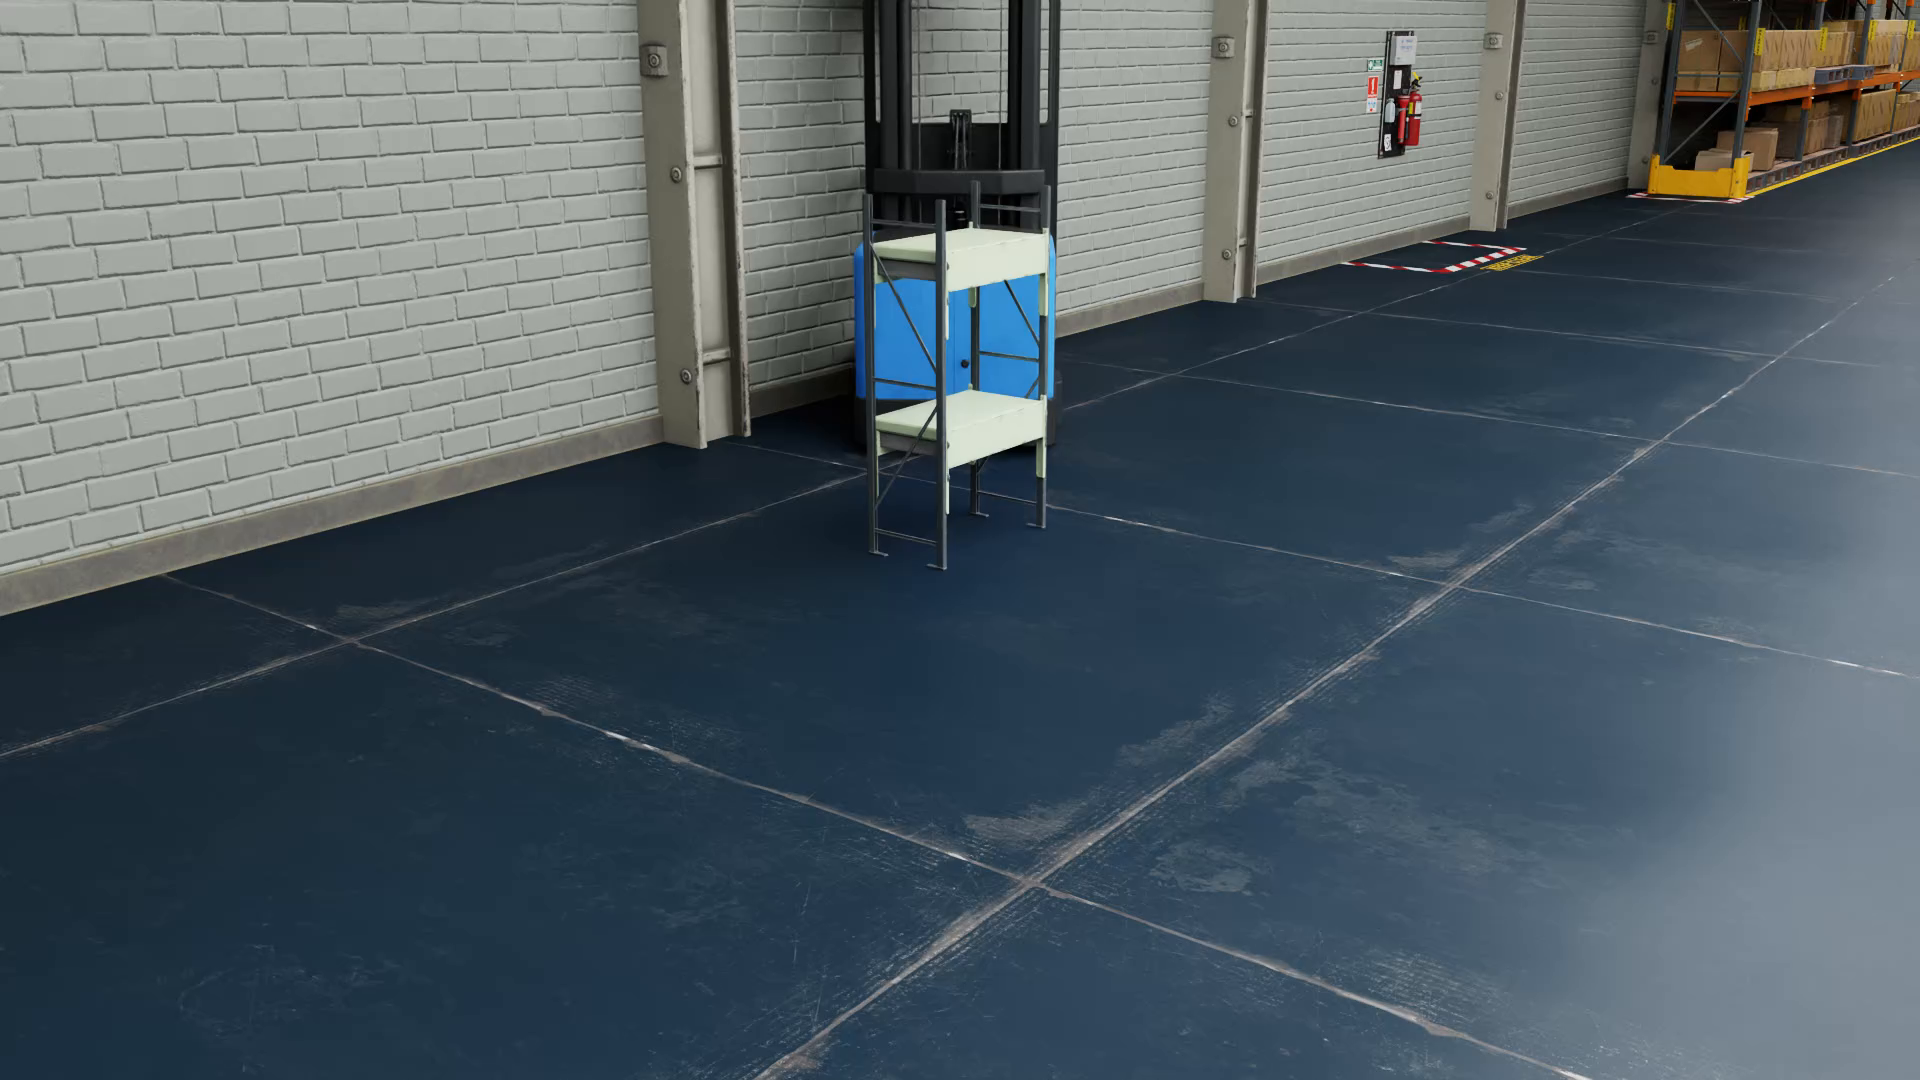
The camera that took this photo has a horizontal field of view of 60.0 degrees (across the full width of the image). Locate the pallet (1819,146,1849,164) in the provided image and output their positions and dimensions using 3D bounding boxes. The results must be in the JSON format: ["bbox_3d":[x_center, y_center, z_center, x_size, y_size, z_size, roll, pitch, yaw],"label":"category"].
[{"bbox_3d":[13.923,-6.343,27.315,1.003,0.211,1.213,12,21,35],"label":"pallet"}]

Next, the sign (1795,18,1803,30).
[{"bbox_3d":[13.942,-8.511,27.641,0.100,0.325,0.005,12,21,35],"label":"sign"}]

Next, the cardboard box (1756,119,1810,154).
[{"bbox_3d":[12.699,-6.235,25.736,0.700,0.500,0.500,12,21,34],"label":"cardboard box"}]

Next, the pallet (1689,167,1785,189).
[{"bbox_3d":[10.908,-5.119,23.371,1.003,0.211,1.213,12,21,35],"label":"pallet"}]

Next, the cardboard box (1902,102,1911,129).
[{"bbox_3d":[17.911,-8.221,32.167,0.700,0.500,0.500,13,21,36],"label":"cardboard box"}]

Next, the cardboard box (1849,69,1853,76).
[{"bbox_3d":[14.772,-7.788,27.655,0.380,0.149,0.250,12,21,34],"label":"cardboard box"}]

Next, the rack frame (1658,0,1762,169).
[{"bbox_3d":[9.623,-5.956,21.364,1.000,3.000,0.127,12,21,35],"label":"rack frame"}]

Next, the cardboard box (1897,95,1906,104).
[{"bbox_3d":[17.652,-8.340,31.454,0.380,0.149,0.250,13,22,37],"label":"cardboard box"}]

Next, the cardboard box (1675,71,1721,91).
[{"bbox_3d":[9.746,-6.039,21.852,0.500,0.250,0.500,13,21,35],"label":"cardboard box"}]

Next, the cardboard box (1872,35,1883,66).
[{"bbox_3d":[15.205,-8.254,28.061,0.500,0.500,0.500,13,22,36],"label":"cardboard box"}]

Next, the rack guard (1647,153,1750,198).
[{"bbox_3d":[9.669,-4.780,21.793,1.175,0.500,0.348,12,21,35],"label":"rack guard"}]

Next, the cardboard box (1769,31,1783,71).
[{"bbox_3d":[10.452,-6.428,21.841,0.500,0.500,0.500,12,21,35],"label":"cardboard box"}]

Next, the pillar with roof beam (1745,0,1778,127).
[{"bbox_3d":[16.378,-9.809,23.656,9.100,9.000,0.400,12,21,35],"label":"pillar with roof beam"}]

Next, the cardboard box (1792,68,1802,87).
[{"bbox_3d":[11.377,-6.440,23.143,0.500,0.250,0.500,12,21,34],"label":"cardboard box"}]

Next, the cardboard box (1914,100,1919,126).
[{"bbox_3d":[18.820,-8.589,33.350,0.700,0.500,0.500,12,21,35],"label":"cardboard box"}]

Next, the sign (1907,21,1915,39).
[{"bbox_3d":[17.215,-9.235,30.106,0.100,0.325,0.005,12,21,35],"label":"sign"}]

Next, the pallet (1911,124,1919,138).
[{"bbox_3d":[18.743,-8.230,33.391,1.003,0.211,1.213,12,21,35],"label":"pallet"}]

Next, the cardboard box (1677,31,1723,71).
[{"bbox_3d":[9.734,-6.401,21.755,0.500,0.500,0.500,12,21,34],"label":"cardboard box"}]

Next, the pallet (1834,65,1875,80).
[{"bbox_3d":[14.051,-7.581,26.921,1.213,0.211,1.003,12,21,35],"label":"pallet"}]

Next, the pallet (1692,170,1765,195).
[{"bbox_3d":[10.181,-4.829,22.439,1.003,0.211,1.213,12,21,35],"label":"pallet"}]

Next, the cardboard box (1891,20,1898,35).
[{"bbox_3d":[16.084,-8.973,29.113,0.500,0.250,0.500,13,21,36],"label":"cardboard box"}]

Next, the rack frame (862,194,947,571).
[{"bbox_3d":[-0.222,-0.627,6.735,0.400,1.500,0.023,12,21,35],"label":"rack frame"}]

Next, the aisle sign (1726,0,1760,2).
[{"bbox_3d":[9.821,-7.127,20.753,0.394,0.787,0.004,12,21,35],"label":"aisle sign"}]

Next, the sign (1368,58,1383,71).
[{"bbox_3d":[3.865,-4.420,15.467,0.001,0.109,0.331,12,21,35],"label":"sign"}]

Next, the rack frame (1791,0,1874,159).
[{"bbox_3d":[14.390,-7.861,27.500,1.000,3.000,0.127,12,21,35],"label":"rack frame"}]

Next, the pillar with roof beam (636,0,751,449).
[{"bbox_3d":[2.078,-4.092,5.248,9.100,9.000,0.400,12,21,35],"label":"pillar with roof beam"}]

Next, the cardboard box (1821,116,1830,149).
[{"bbox_3d":[13.603,-6.594,26.894,0.700,0.500,0.500,12,21,35],"label":"cardboard box"}]

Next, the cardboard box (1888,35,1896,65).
[{"bbox_3d":[16.099,-8.617,29.231,0.500,0.500,0.500,12,21,35],"label":"cardboard box"}]

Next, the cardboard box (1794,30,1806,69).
[{"bbox_3d":[11.372,-6.799,23.035,0.500,0.500,0.500,12,21,33],"label":"cardboard box"}]

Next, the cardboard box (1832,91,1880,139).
[{"bbox_3d":[15.461,-7.394,28.914,0.750,0.750,0.750,12,21,34],"label":"cardboard box"}]

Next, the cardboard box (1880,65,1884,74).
[{"bbox_3d":[16.007,-8.278,29.232,0.380,0.149,0.250,12,21,33],"label":"cardboard box"}]

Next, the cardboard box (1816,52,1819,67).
[{"bbox_3d":[12.337,-7.281,24.723,0.700,0.500,0.500,12,21,35],"label":"cardboard box"}]

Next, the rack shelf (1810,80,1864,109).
[{"bbox_3d":[13.198,-7.041,26.073,1.077,0.370,4.000,12,21,35],"label":"rack shelf"}]

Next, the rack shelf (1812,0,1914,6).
[{"bbox_3d":[15.582,-9.426,28.696,1.077,0.370,4.000,12,21,35],"label":"rack shelf"}]

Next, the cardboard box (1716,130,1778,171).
[{"bbox_3d":[10.925,-5.422,23.120,0.700,0.500,0.500,11,20,31],"label":"cardboard box"}]

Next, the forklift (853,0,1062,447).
[{"bbox_3d":[0.018,-2.264,9.592,1.130,2.935,3.031,1,17,2],"label":"forklift"}]

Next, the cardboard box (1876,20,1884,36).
[{"bbox_3d":[15.187,-8.609,27.941,0.500,0.250,0.500,12,21,34],"label":"cardboard box"}]

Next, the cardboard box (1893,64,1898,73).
[{"bbox_3d":[16.668,-8.508,29.975,0.380,0.149,0.250,13,21,36],"label":"cardboard box"}]

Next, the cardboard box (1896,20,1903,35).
[{"bbox_3d":[16.388,-9.095,29.504,0.500,0.250,0.500,13,21,36],"label":"cardboard box"}]

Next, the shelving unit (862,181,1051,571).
[{"bbox_3d":[-0.004,-0.715,7.016,0.431,1.500,0.755,12,21,35],"label":"shelving unit"}]

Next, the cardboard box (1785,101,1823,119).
[{"bbox_3d":[13.310,-6.807,26.313,0.500,0.250,0.500,12,21,34],"label":"cardboard box"}]

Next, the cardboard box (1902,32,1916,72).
[{"bbox_3d":[17.110,-9.083,30.930,0.980,0.700,0.700,13,21,36],"label":"cardboard box"}]

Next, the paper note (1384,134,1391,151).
[{"bbox_3d":[4.107,-3.814,15.952,0.016,0.148,0.142,12,21,35],"label":"paper note"}]

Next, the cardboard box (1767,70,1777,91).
[{"bbox_3d":[10.467,-6.080,21.983,0.500,0.250,0.500,12,21,33],"label":"cardboard box"}]

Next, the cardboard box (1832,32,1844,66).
[{"bbox_3d":[13.394,-7.704,26.085,0.700,0.500,0.500,12,21,35],"label":"cardboard box"}]
